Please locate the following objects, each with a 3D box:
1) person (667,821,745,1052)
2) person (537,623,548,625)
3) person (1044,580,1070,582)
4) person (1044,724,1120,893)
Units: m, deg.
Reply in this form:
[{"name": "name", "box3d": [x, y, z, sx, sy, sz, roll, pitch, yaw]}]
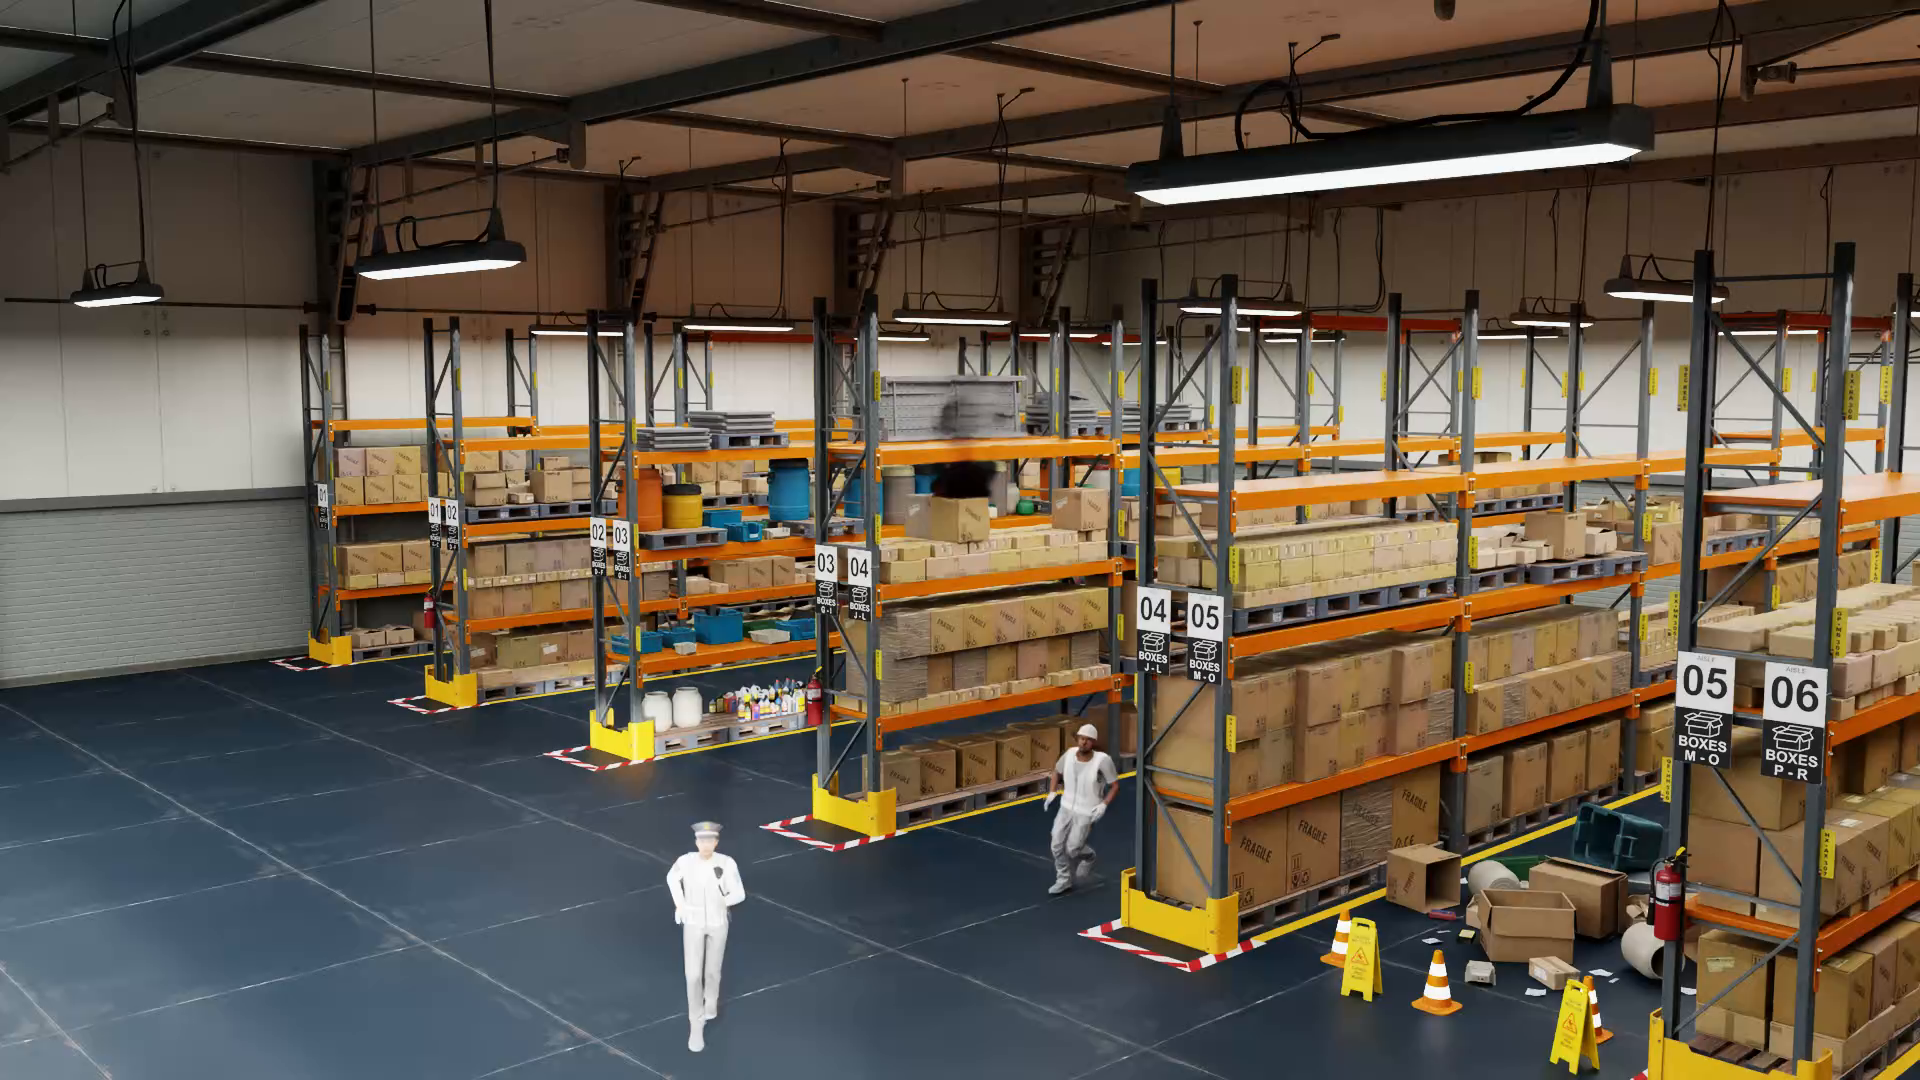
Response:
[{"name": "person", "box3d": [-1.970, 3.027, 12.935, 0.595, 1.755, 0.744, -1, 6, -10]}, {"name": "person", "box3d": [-7.238, 1.483, 28.889, 0.537, 1.558, 0.549, 4, 7, 37]}, {"name": "person", "box3d": [1.815, 1.112, 32.067, 0.583, 1.663, 0.870, 4, 7, 35]}, {"name": "person", "box3d": [1.211, 2.659, 16.473, 0.729, 1.721, 0.566, 4, 7, 35]}]
